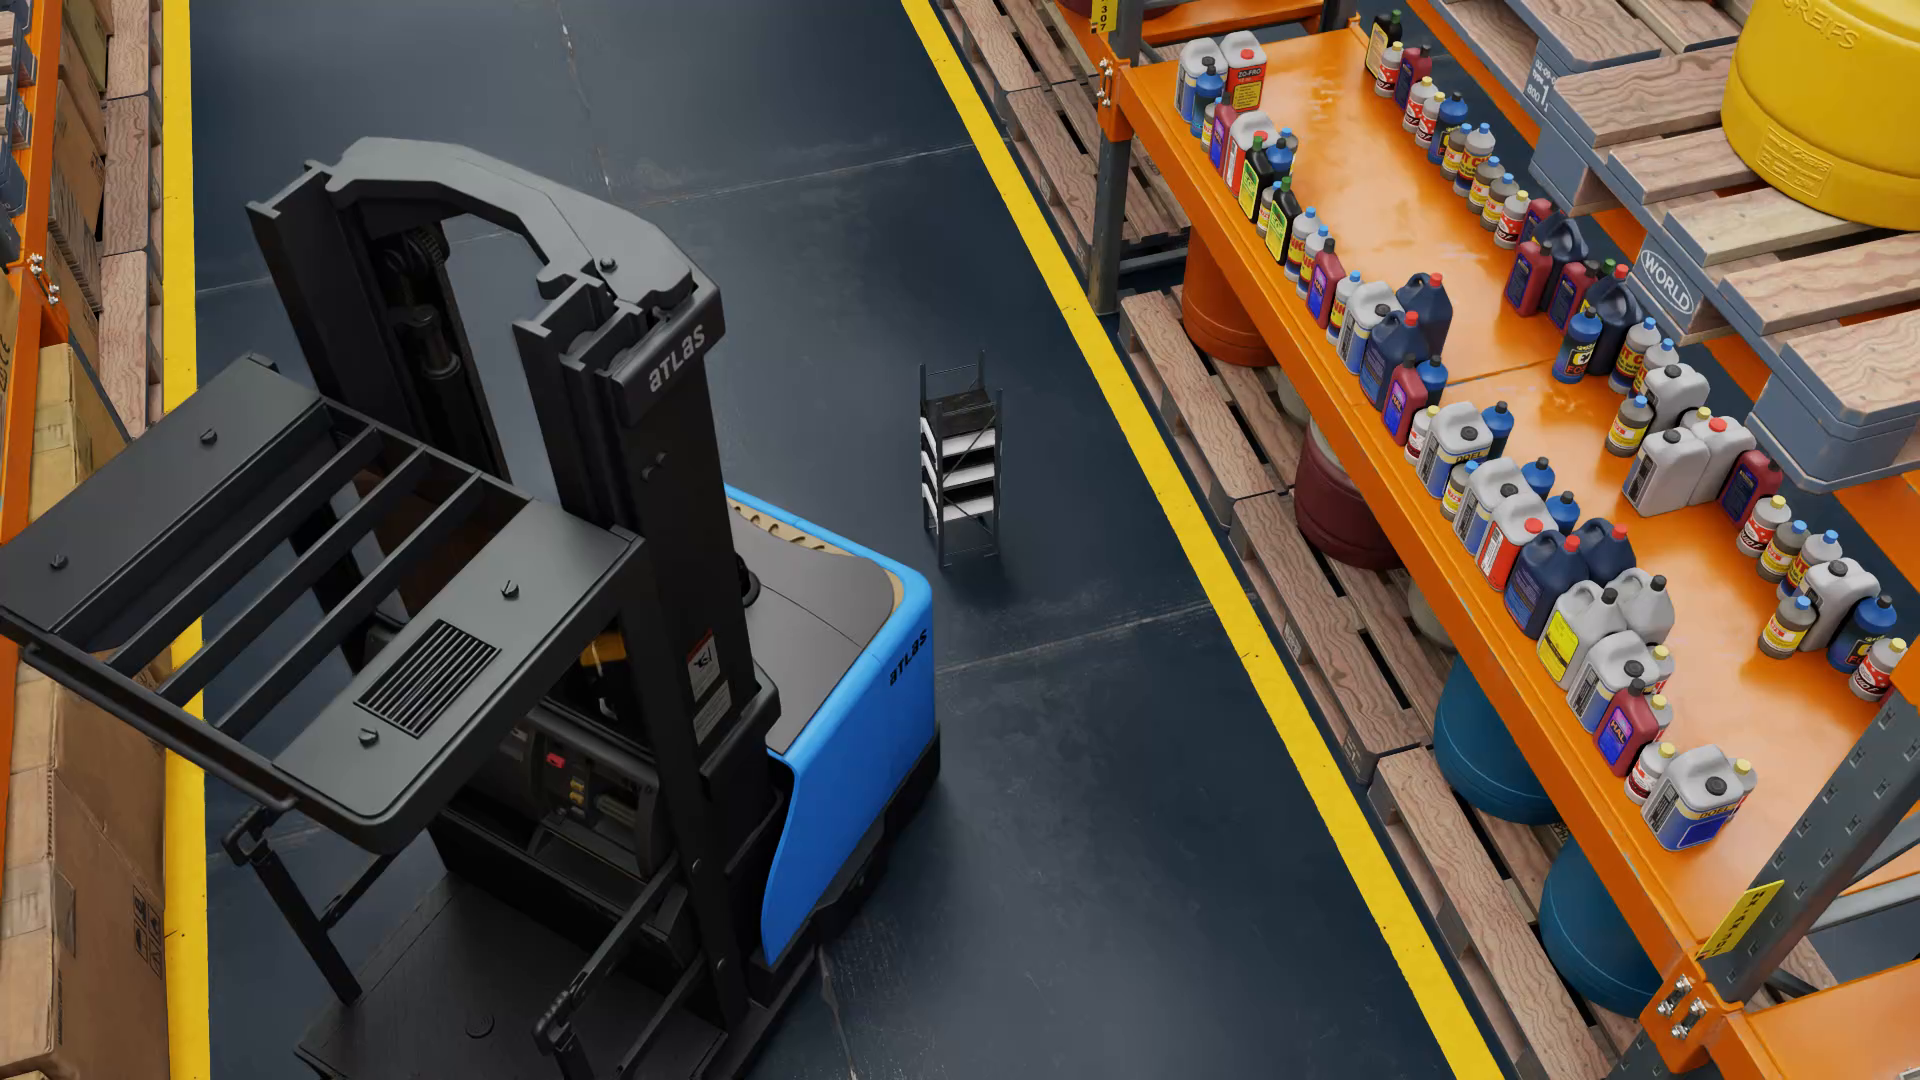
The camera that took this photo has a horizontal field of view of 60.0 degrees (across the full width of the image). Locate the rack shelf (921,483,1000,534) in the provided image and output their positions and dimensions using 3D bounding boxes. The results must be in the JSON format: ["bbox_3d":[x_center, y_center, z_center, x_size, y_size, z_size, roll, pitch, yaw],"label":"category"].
[{"bbox_3d":[0.002,-0.147,6.354,0.258,0.077,0.200,-13,51,-11],"label":"rack shelf"}]

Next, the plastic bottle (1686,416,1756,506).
[{"bbox_3d":[2.202,-0.248,4.868,0.152,0.276,0.135,-13,51,-11],"label":"plastic bottle"}]

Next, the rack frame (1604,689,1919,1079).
[{"bbox_3d":[2.249,0.812,3.893,1.000,3.000,0.127,-13,51,-11],"label":"rack frame"}]

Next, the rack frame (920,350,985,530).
[{"bbox_3d":[-0.028,-0.358,6.253,0.240,0.900,0.006,-13,51,-11],"label":"rack frame"}]

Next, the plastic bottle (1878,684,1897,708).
[{"bbox_3d":[2.508,0.388,4.327,0.061,0.283,0.133,-13,51,-11],"label":"plastic bottle"}]

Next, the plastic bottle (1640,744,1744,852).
[{"bbox_3d":[1.823,0.638,4.121,0.152,0.276,0.135,-13,51,-11],"label":"plastic bottle"}]

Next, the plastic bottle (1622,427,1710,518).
[{"bbox_3d":[2.056,-0.214,4.839,0.152,0.276,0.135,-13,51,-11],"label":"plastic bottle"}]

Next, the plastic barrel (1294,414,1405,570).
[{"bbox_3d":[1.561,-0.289,6.124,0.600,0.588,0.708,-13,51,-11],"label":"plastic barrel"}]

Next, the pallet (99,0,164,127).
[{"bbox_3d":[-4.617,-2.444,8.462,1.003,0.211,1.213,-13,51,-11],"label":"pallet"}]

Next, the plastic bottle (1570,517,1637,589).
[{"bbox_3d":[1.747,0.063,4.557,0.144,0.351,0.185,-13,51,-11],"label":"plastic bottle"}]

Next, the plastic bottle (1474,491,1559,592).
[{"bbox_3d":[1.566,0.002,4.657,0.152,0.276,0.135,-13,51,-11],"label":"plastic bottle"}]

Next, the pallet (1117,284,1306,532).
[{"bbox_3d":[1.339,-0.644,6.944,1.003,0.211,1.213,-13,51,-11],"label":"pallet"}]

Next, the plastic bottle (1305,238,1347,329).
[{"bbox_3d":[1.183,-0.828,5.352,0.061,0.283,0.133,-13,51,-11],"label":"plastic bottle"}]

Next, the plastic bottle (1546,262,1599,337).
[{"bbox_3d":[1.967,-0.791,5.321,0.061,0.283,0.133,-13,51,-11],"label":"plastic bottle"}]

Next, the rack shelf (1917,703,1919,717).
[{"bbox_3d":[2.840,1.538,1.790,1.077,0.370,4.000,-13,51,-11],"label":"rack shelf"}]

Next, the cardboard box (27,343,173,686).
[{"bbox_3d":[-3.482,0.069,5.635,1.225,0.875,0.875,-15,52,-13],"label":"cardboard box"}]

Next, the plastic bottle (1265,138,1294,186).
[{"bbox_3d":[1.088,-1.263,5.727,0.097,0.271,0.097,0,50,0],"label":"plastic bottle"}]

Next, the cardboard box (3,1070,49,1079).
[{"bbox_3d":[-2.691,2.019,3.991,1.225,0.875,0.875,-13,51,-11],"label":"cardboard box"}]

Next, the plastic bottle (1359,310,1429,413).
[{"bbox_3d":[1.338,-0.574,5.094,0.144,0.351,0.185,-13,51,-11],"label":"plastic bottle"}]

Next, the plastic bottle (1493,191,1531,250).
[{"bbox_3d":[1.879,-1.091,5.628,0.097,0.201,0.097,0,50,0],"label":"plastic bottle"}]

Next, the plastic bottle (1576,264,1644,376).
[{"bbox_3d":[2.032,-0.701,5.201,0.144,0.351,0.185,-13,51,-11],"label":"plastic bottle"}]

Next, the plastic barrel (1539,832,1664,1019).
[{"bbox_3d":[2.104,0.952,4.873,0.600,0.901,0.708,-13,51,-11],"label":"plastic barrel"}]

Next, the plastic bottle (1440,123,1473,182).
[{"bbox_3d":[1.764,-1.376,5.868,0.097,0.201,0.097,0,50,0],"label":"plastic bottle"}]

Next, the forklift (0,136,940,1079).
[{"bbox_3d":[-1.243,0.654,4.071,1.130,2.935,3.031,24,54,19],"label":"forklift"}]

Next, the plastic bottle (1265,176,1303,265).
[{"bbox_3d":[1.086,-1.068,5.554,0.061,0.283,0.133,-13,51,-11],"label":"plastic bottle"}]

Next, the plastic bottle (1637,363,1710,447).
[{"bbox_3d":[2.133,-0.417,5.011,0.152,0.276,0.135,-13,51,-11],"label":"plastic bottle"}]

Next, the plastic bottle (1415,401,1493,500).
[{"bbox_3d":[1.458,-0.265,4.882,0.152,0.276,0.135,-13,51,-11],"label":"plastic bottle"}]

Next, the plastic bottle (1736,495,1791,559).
[{"bbox_3d":[2.302,-0.048,4.748,0.097,0.201,0.097,0,50,0],"label":"plastic bottle"}]

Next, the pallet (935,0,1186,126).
[{"bbox_3d":[0.516,-2.674,8.656,1.003,0.211,1.213,-13,51,-11],"label":"pallet"}]

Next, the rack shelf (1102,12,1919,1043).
[{"bbox_3d":[1.657,-0.416,5.399,1.077,0.370,4.000,-13,51,-11],"label":"rack shelf"}]

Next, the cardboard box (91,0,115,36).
[{"bbox_3d":[-4.688,-2.793,8.280,0.700,0.500,0.500,-17,52,-14],"label":"cardboard box"}]

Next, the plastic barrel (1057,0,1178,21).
[{"bbox_3d":[0.639,-2.423,6.532,0.600,0.536,0.708,-13,51,-11],"label":"plastic barrel"}]

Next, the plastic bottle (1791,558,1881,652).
[{"bbox_3d":[2.367,0.161,4.523,0.152,0.276,0.135,-13,51,-11],"label":"plastic bottle"}]

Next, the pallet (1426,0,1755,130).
[{"bbox_3d":[1.585,-1.472,3.980,1.003,0.211,1.213,-13,51,-11],"label":"pallet"}]

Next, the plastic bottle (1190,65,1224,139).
[{"bbox_3d":[0.893,-1.588,6.000,0.097,0.271,0.097,0,50,0],"label":"plastic bottle"}]

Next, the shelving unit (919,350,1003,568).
[{"bbox_3d":[0.002,-0.284,6.191,0.258,0.900,0.210,-13,51,-11],"label":"shelving unit"}]

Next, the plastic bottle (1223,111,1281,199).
[{"bbox_3d":[1.022,-1.342,5.790,0.152,0.276,0.135,-13,51,-11],"label":"plastic bottle"}]

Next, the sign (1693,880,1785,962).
[{"bbox_3d":[1.722,0.846,3.683,0.100,0.325,0.005,-13,51,-11],"label":"sign"}]

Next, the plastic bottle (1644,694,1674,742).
[{"bbox_3d":[1.781,0.472,4.310,0.097,0.201,0.097,0,50,0],"label":"plastic bottle"}]

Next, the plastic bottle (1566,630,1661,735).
[{"bbox_3d":[1.715,0.371,4.346,0.152,0.276,0.135,-13,51,-11],"label":"plastic bottle"}]

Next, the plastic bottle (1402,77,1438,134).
[{"bbox_3d":[1.678,-1.589,6.047,0.097,0.201,0.097,0,50,0],"label":"plastic bottle"}]

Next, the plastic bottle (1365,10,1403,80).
[{"bbox_3d":[1.593,-1.872,6.233,0.061,0.283,0.133,-13,51,-11],"label":"plastic bottle"}]

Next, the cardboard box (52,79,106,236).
[{"bbox_3d":[-4.234,-1.625,7.295,0.700,0.500,0.500,-9,51,-8],"label":"cardboard box"}]

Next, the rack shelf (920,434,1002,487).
[{"bbox_3d":[0.002,-0.321,6.147,0.258,0.077,0.200,-13,51,-11],"label":"rack shelf"}]

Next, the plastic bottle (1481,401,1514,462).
[{"bbox_3d":[1.571,-0.305,4.919,0.097,0.271,0.097,0,50,0],"label":"plastic bottle"}]
